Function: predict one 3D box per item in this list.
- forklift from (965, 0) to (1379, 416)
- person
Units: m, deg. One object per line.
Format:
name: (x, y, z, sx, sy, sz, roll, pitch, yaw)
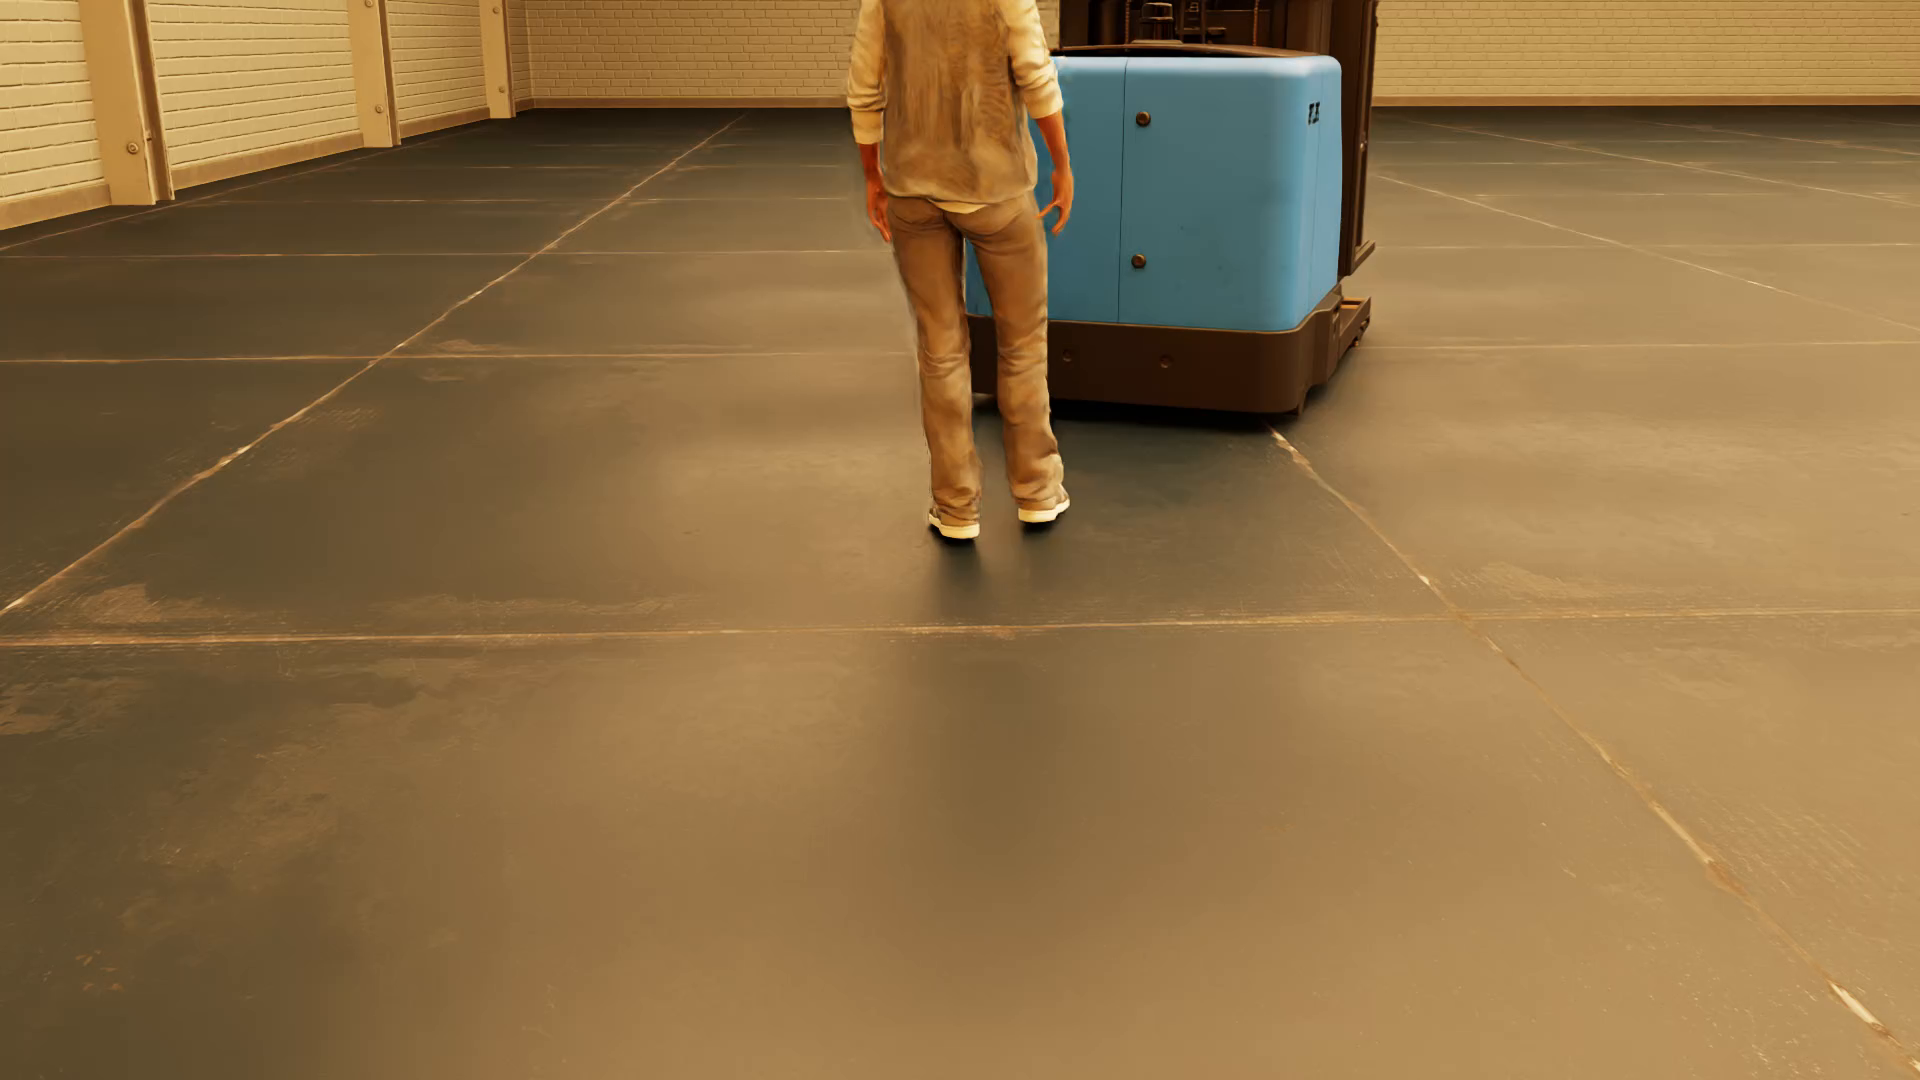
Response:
forklift: (0.970, -2.164, 5.981, 1.130, 2.935, 3.031, 6, 18, 18)
person: (0.034, -0.797, 3.782, 0.497, 1.598, 0.533, 6, 18, 19)
